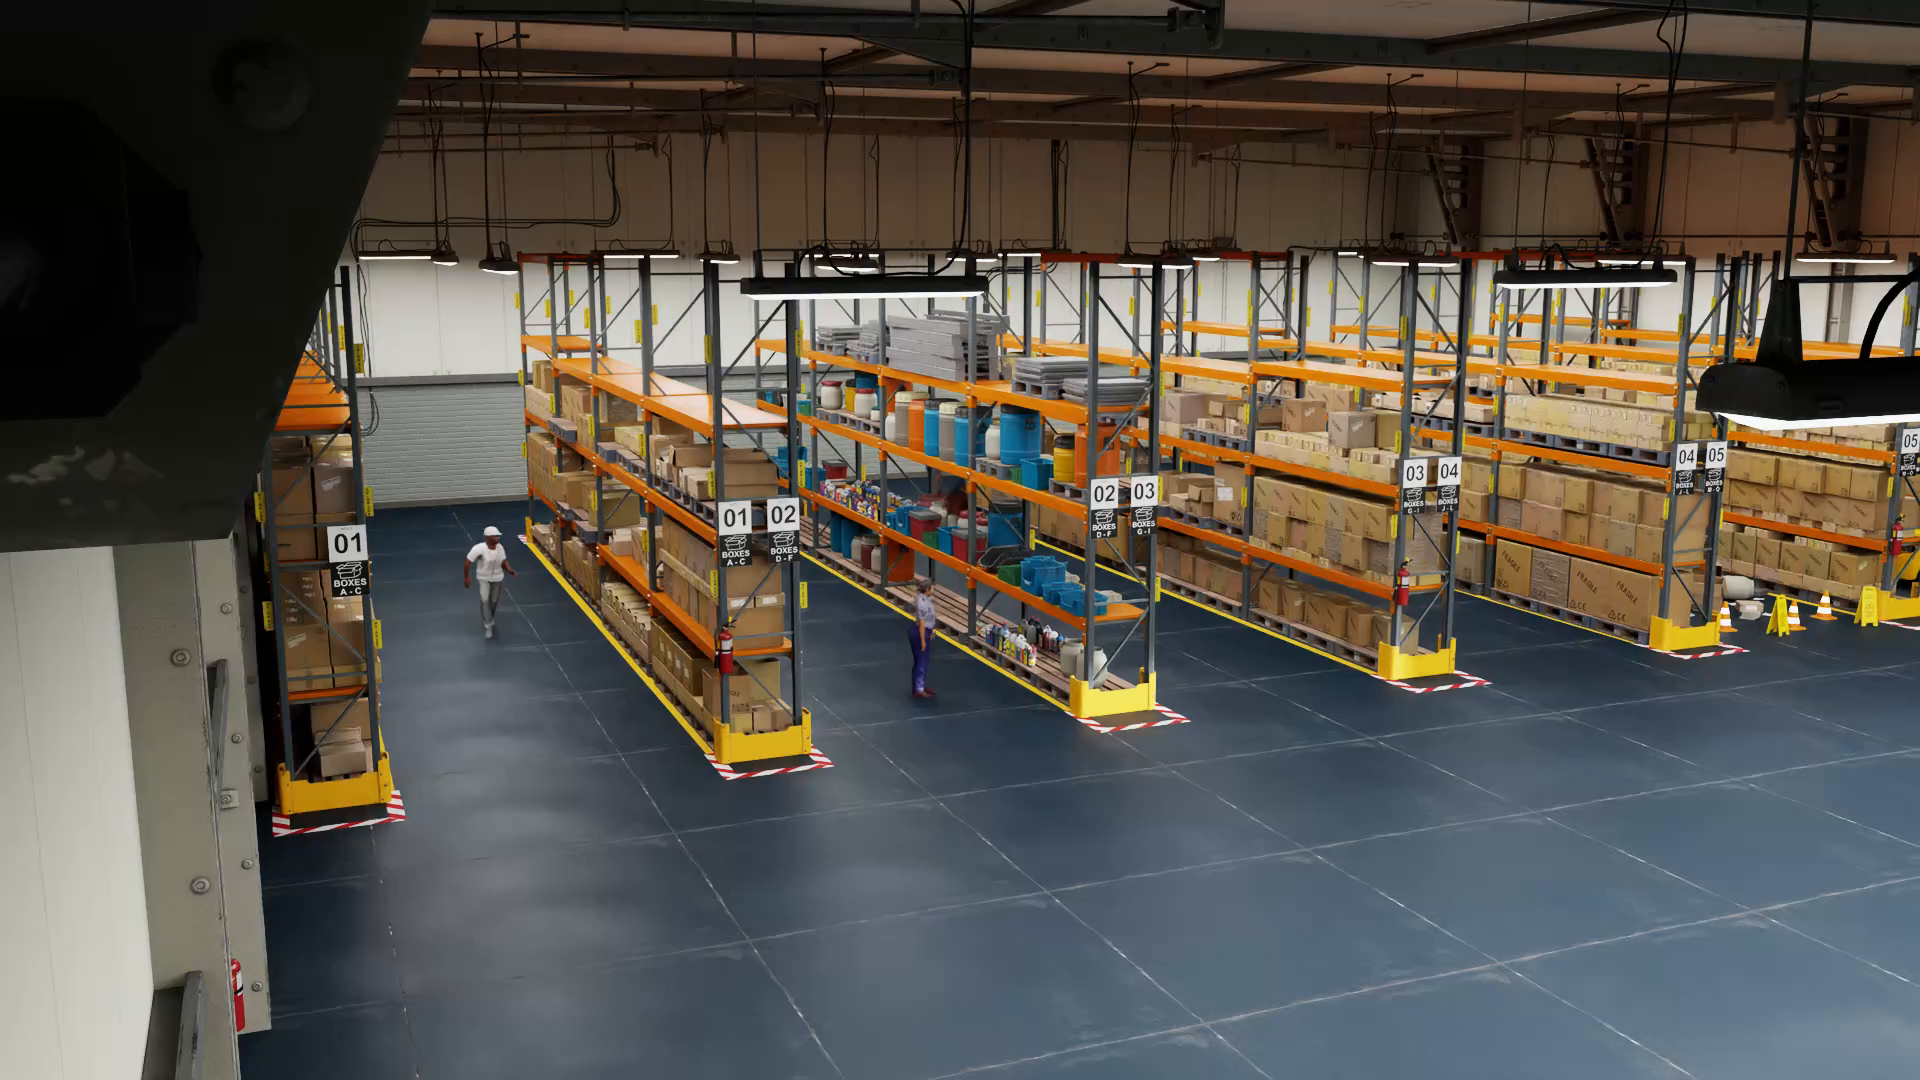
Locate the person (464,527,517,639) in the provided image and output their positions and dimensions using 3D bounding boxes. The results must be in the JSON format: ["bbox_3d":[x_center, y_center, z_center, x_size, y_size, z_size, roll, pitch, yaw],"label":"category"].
[{"bbox_3d":[-7.576,0.642,26.802,0.806,1.739,1.003,-4,11,-23],"label":"person"}]

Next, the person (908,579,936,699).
[{"bbox_3d":[-0.524,1.359,23.078,0.385,1.671,0.509,-1,10,-3],"label":"person"}]

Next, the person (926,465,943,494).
[{"bbox_3d":[-0.604,-1.288,37.449,0.383,1.650,0.463,-7,13,-34],"label":"person"}]
